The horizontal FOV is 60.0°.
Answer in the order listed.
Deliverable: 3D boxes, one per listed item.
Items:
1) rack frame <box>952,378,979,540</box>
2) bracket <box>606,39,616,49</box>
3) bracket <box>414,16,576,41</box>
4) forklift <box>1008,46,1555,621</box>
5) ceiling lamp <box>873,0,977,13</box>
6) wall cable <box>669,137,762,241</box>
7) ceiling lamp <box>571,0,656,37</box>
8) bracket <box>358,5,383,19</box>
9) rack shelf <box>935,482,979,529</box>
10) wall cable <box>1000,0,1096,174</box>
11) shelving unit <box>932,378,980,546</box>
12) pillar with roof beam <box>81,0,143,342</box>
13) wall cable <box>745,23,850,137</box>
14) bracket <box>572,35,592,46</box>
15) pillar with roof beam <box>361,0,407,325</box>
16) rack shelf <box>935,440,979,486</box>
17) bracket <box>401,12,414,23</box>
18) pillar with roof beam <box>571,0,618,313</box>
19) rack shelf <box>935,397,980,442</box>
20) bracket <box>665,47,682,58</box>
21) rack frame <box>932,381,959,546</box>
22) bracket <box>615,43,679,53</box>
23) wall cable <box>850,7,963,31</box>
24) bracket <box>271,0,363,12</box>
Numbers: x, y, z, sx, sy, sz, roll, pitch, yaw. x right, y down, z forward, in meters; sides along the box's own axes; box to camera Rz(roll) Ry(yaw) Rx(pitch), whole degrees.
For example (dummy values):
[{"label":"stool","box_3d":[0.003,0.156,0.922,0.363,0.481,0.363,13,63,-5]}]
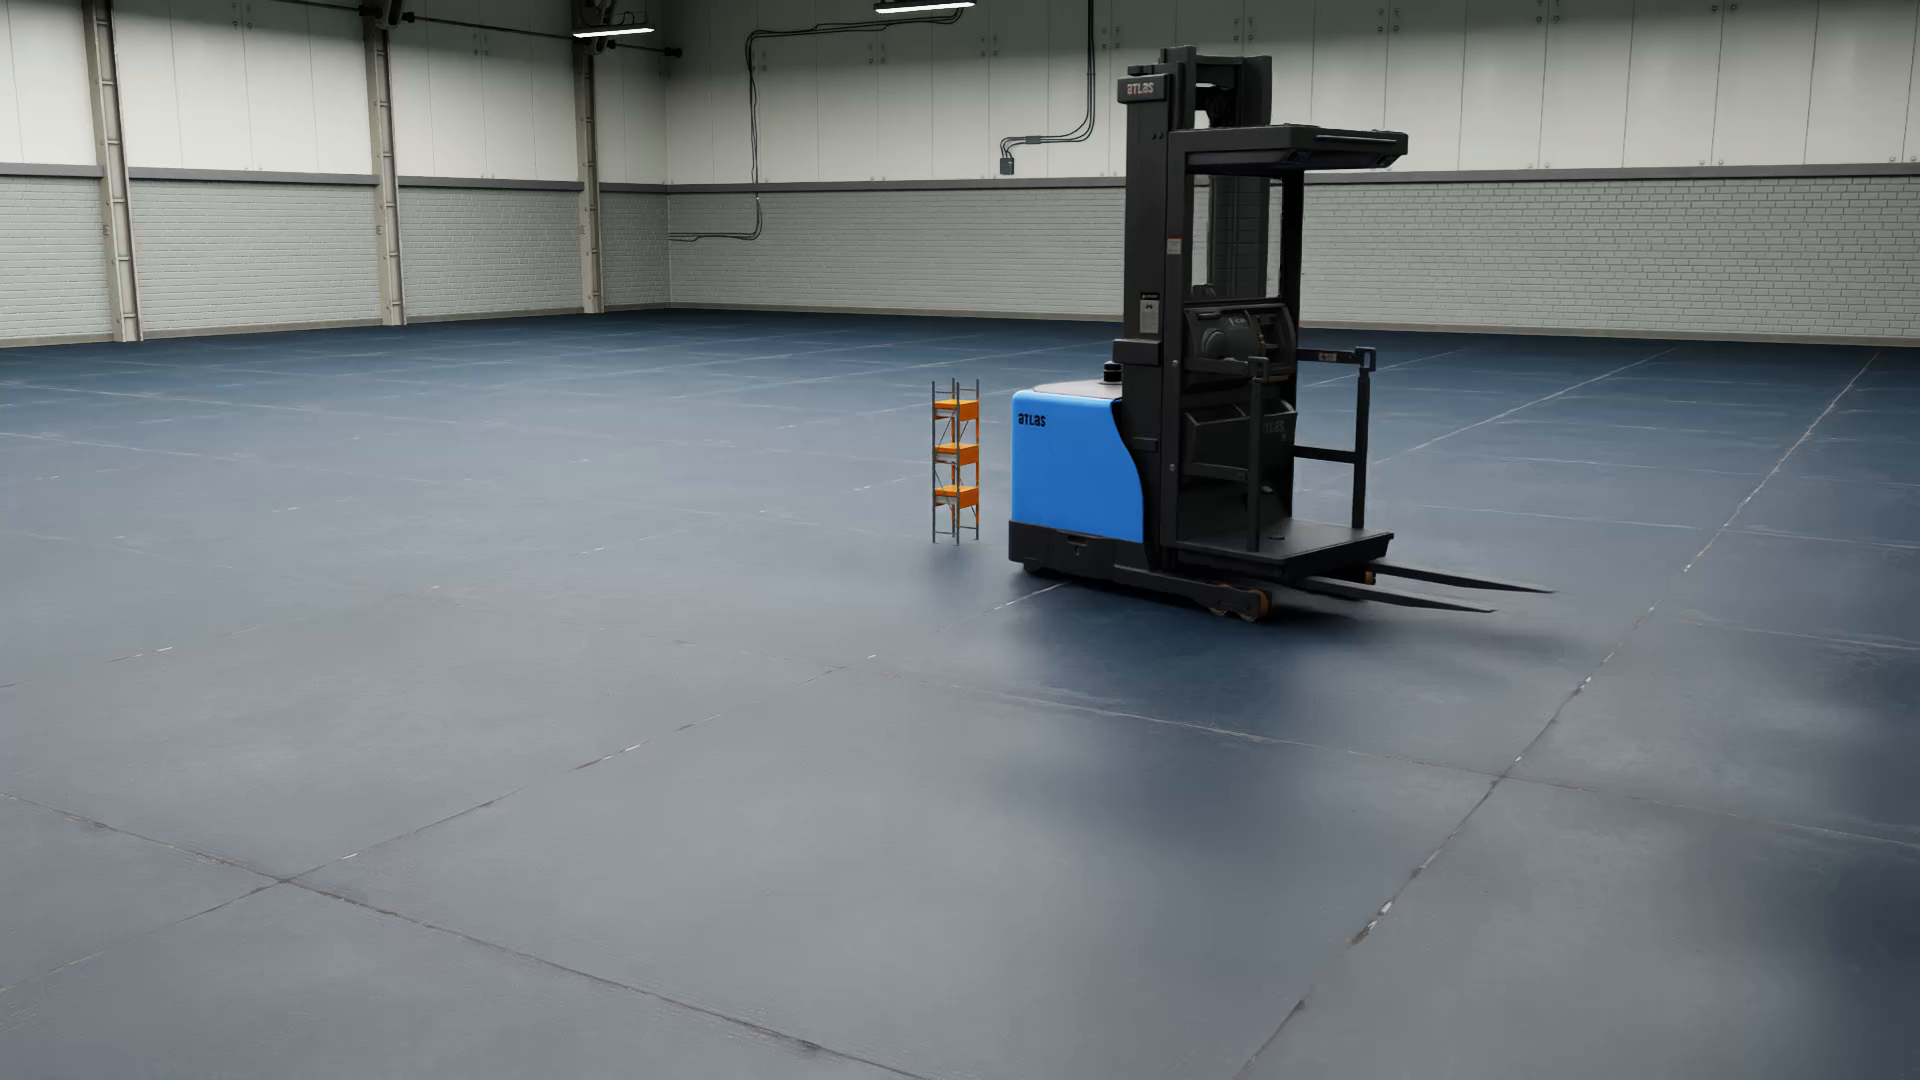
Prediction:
[{"label":"rack frame","box_3d":[0.036,-0.527,10.830,0.200,1.050,0.008,6,12,31]},{"label":"bracket","box_3d":[-8.352,-11.728,39.281,0.235,0.232,0.430,6,12,31]},{"label":"bracket","box_3d":[-10.120,-11.193,36.419,0.076,0.066,4.783,6,12,31]},{"label":"forklift","box_3d":[1.678,-1.126,8.916,1.130,2.935,3.031,-10,15,-43]},{"label":"ceiling lamp","box_3d":[-0.502,-11.030,29.466,2.000,3.185,0.800,6,12,31]},{"label":"wall cable","box_3d":[-6.211,-8.739,41.530,3.097,2.526,0.112,6,12,31]},{"label":"ceiling lamp","box_3d":[-6.818,-11.736,33.237,2.000,3.185,0.800,6,12,31]},{"label":"bracket","box_3d":[-11.898,-10.654,33.543,0.235,0.232,0.430,6,12,31]},{"label":"rack shelf","box_3d":[-0.028,-0.224,10.780,0.215,0.259,0.240,6,12,31]},{"label":"wall cable","box_3d":[1.895,-11.027,36.073,2.305,6.003,0.169,6,12,31]},{"label":"shelving unit","box_3d":[-0.028,-0.508,10.727,0.215,1.050,0.252,6,12,31]},{"label":"pillar with roof beam","box_3d":[-11.421,-7.629,27.167,9.100,9.000,0.400,6,12,31]},{"label":"wall cable","box_3d":[-3.899,-10.963,39.685,3.097,2.526,0.112,6,12,31]},{"label":"bracket","box_3d":[-8.783,-11.598,38.583,0.235,0.232,0.430,6,12,31]},{"label":"pillar with roof beam","box_3d":[-8.306,-8.573,32.207,9.100,9.000,0.548,6,12,31]},{"label":"rack shelf","box_3d":[-0.028,-0.497,10.729,0.215,0.259,0.240,6,12,31]},{"label":"bracket","box_3d":[-11.467,-10.785,34.240,0.235,0.232,0.430,6,12,31]},{"label":"pillar with roof beam","box_3d":[-5.191,-9.517,37.247,9.100,9.000,0.548,6,12,31]},{"label":"rack shelf","box_3d":[-0.028,-0.776,10.677,0.215,0.259,0.240,6,12,31]},{"label":"bracket","box_3d":[-7.121,-12.101,41.271,0.235,0.232,0.430,6,12,31]},{"label":"rack frame","box_3d":[-0.091,-0.488,10.625,0.200,1.050,0.008,6,12,31]},{"label":"bracket","box_3d":[-7.428,-12.008,40.775,0.076,0.066,3.189,6,12,31]},{"label":"wall cable","box_3d":[-1.254,-12.903,37.687,3.097,2.526,0.112,6,12,31]},{"label":"bracket","box_3d":[-13.235,-10.249,31.378,0.076,0.066,4.783,6,12,31]}]
